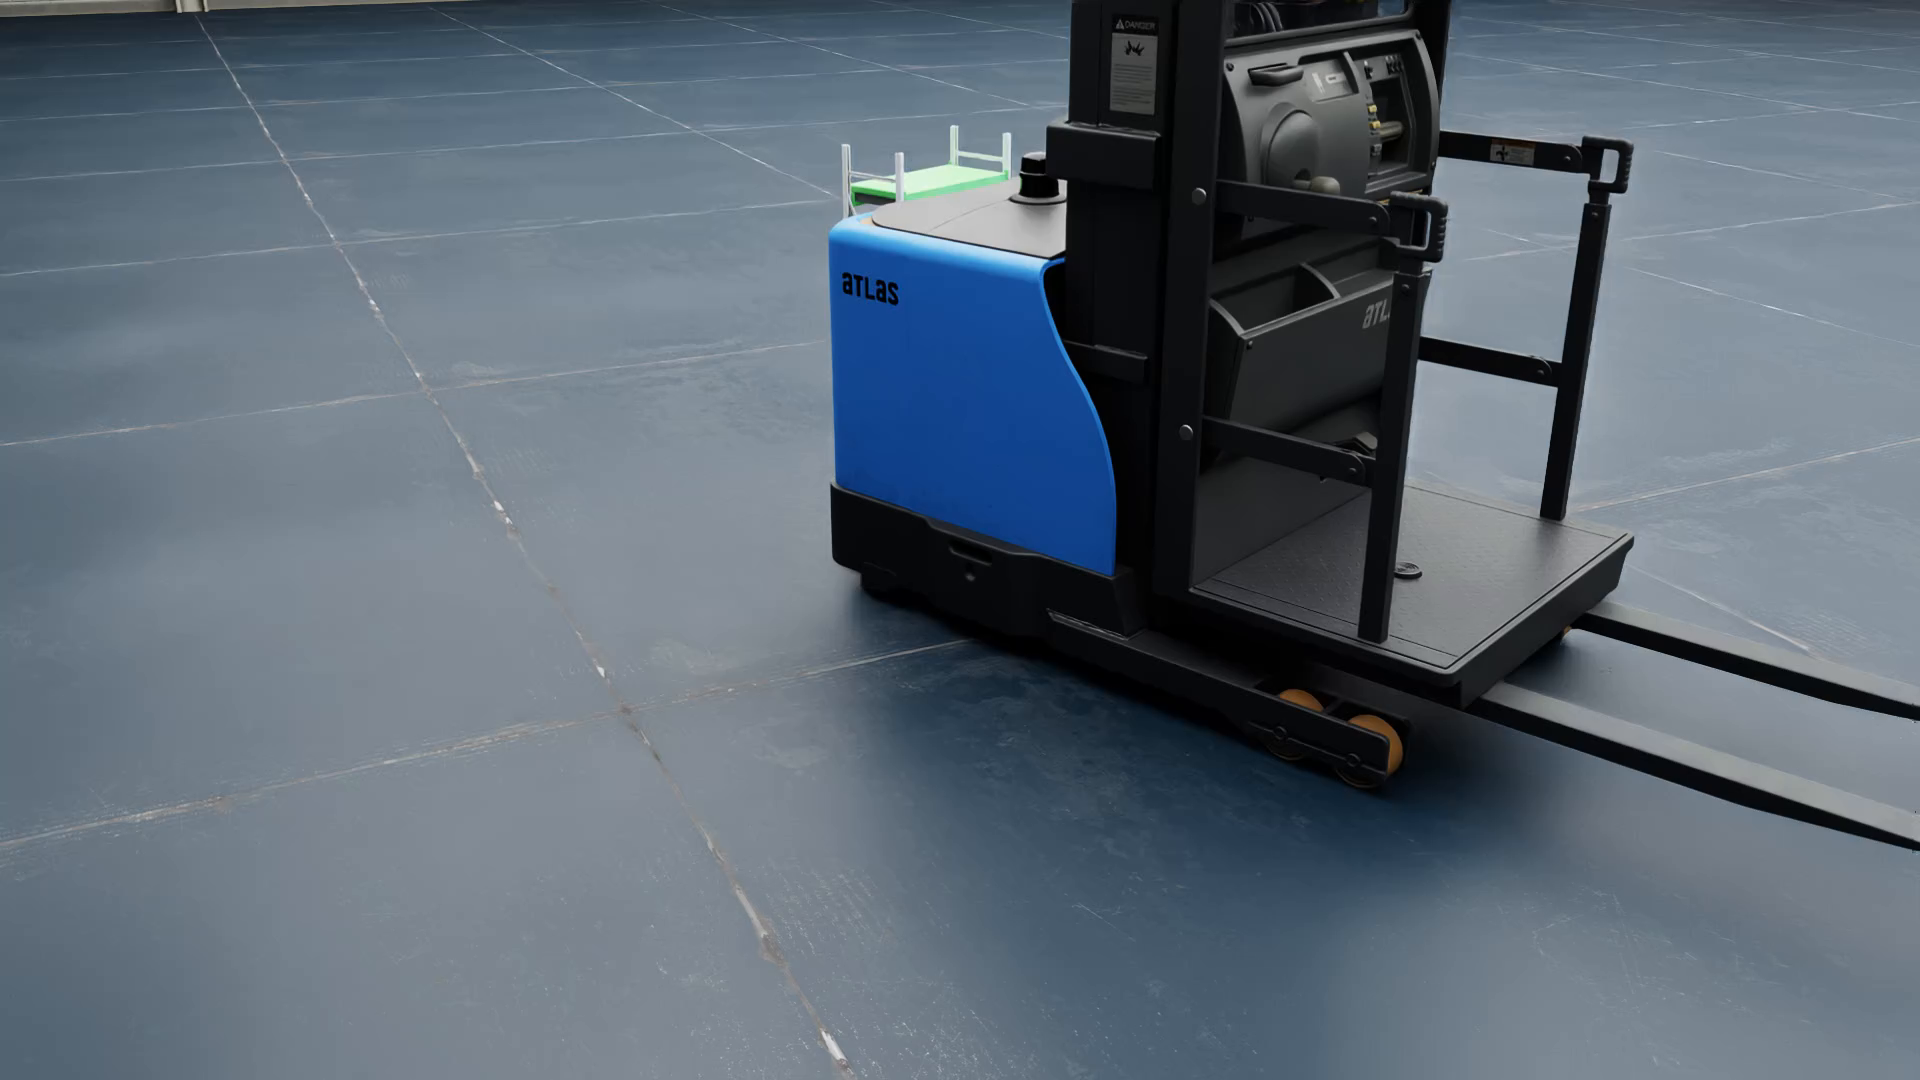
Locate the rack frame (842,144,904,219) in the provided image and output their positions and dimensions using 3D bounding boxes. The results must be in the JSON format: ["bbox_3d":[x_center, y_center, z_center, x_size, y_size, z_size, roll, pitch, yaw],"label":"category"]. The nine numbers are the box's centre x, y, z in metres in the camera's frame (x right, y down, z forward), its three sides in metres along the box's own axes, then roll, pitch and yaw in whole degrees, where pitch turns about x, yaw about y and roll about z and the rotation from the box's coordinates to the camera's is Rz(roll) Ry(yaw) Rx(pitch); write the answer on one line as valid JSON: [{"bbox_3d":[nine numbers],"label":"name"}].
[{"bbox_3d":[-0.258,-0.596,5.121,0.240,1.200,0.015,19,29,38],"label":"rack frame"}]

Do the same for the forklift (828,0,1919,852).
[{"bbox_3d":[1.060,-1.006,3.848,3.031,2.935,1.130,19,29,38],"label":"forklift"}]

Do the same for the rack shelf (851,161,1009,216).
[{"bbox_3d":[-0.097,-1.051,5.131,0.258,0.148,0.480,19,29,38],"label":"rack shelf"}]

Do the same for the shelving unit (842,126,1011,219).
[{"bbox_3d":[-0.097,-0.666,5.290,0.258,1.200,0.503,19,29,38],"label":"shelving unit"}]

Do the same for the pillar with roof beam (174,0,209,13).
[{"bbox_3d":[-8.596,-9.886,17.366,0.400,9.000,9.100,-10,25,-24],"label":"pillar with roof beam"}]

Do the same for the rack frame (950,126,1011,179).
[{"bbox_3d":[0.064,-0.736,5.460,0.240,1.200,0.015,19,29,38],"label":"rack frame"}]
